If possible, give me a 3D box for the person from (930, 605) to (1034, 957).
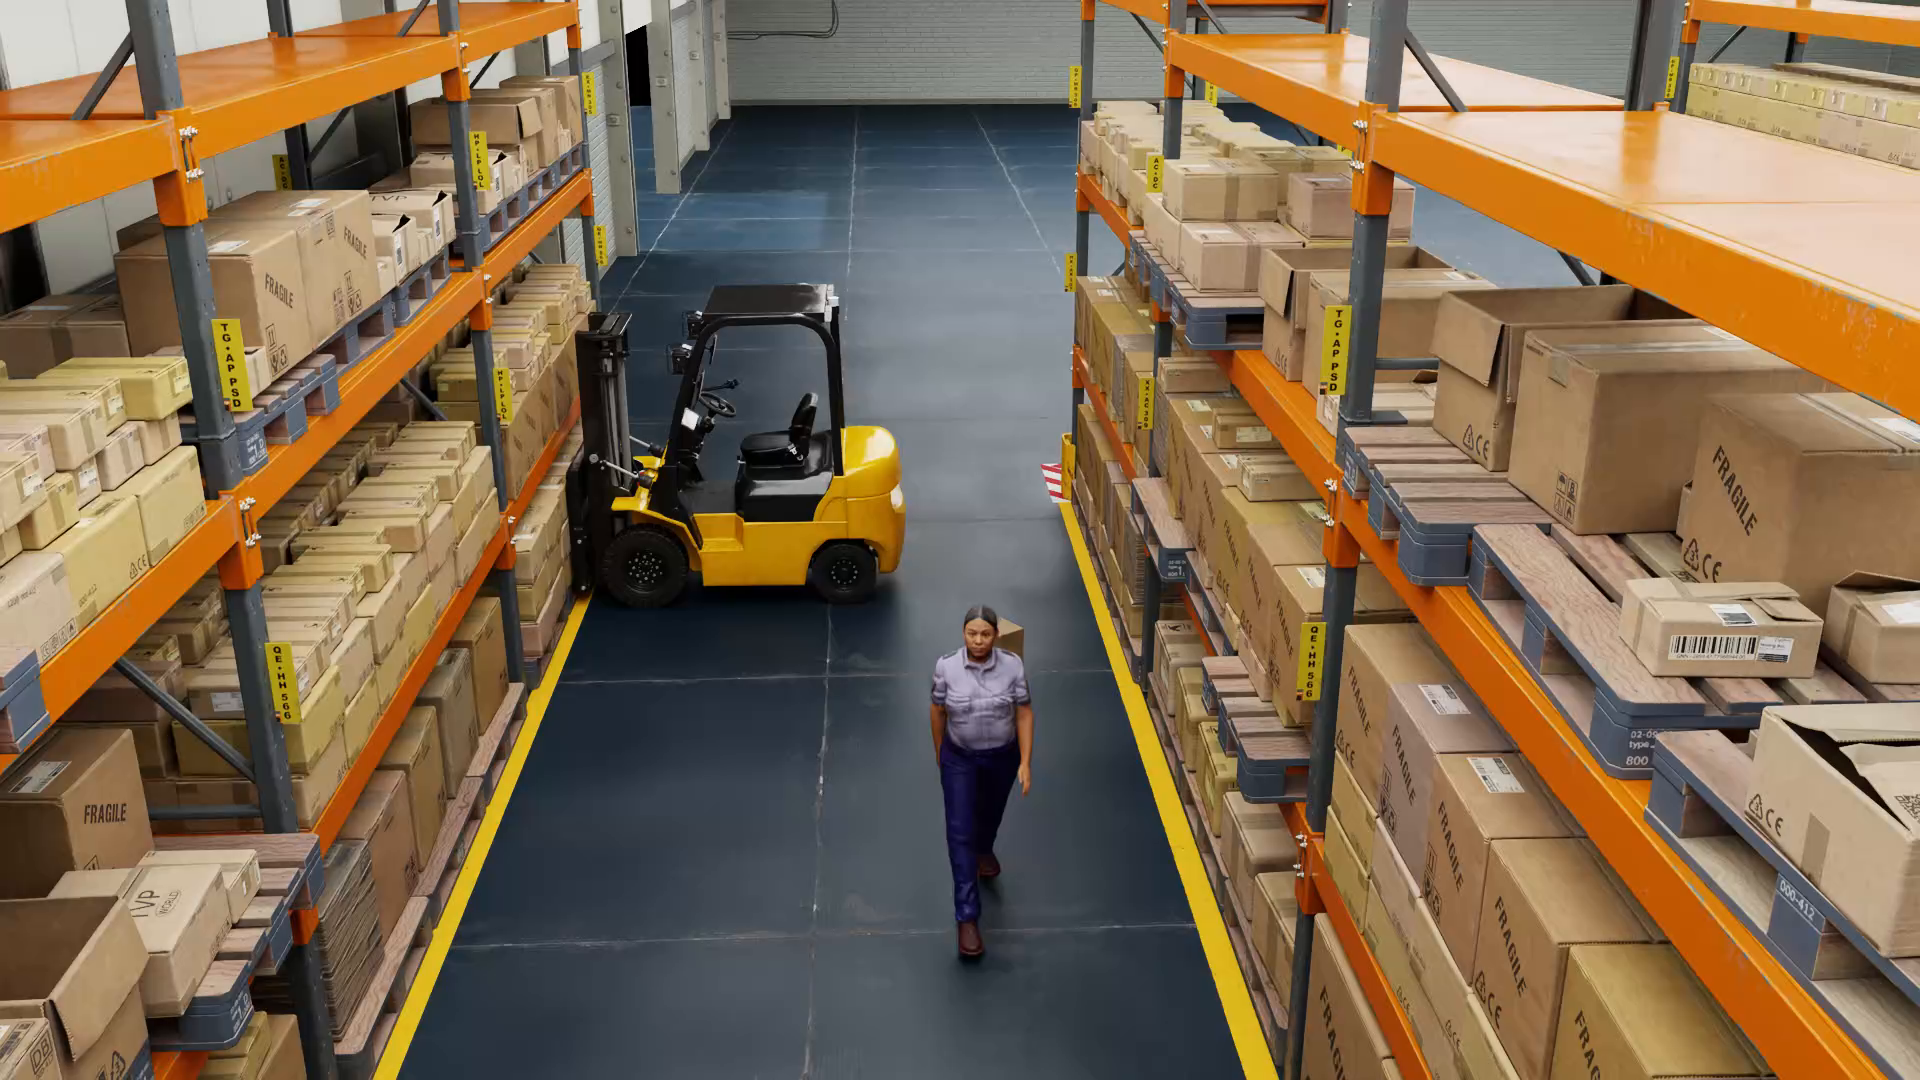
[{"bbox_3d":[0.121,1.094,8.139,0.491,1.587,1.004,-3,21,-7],"label":"person"}]
